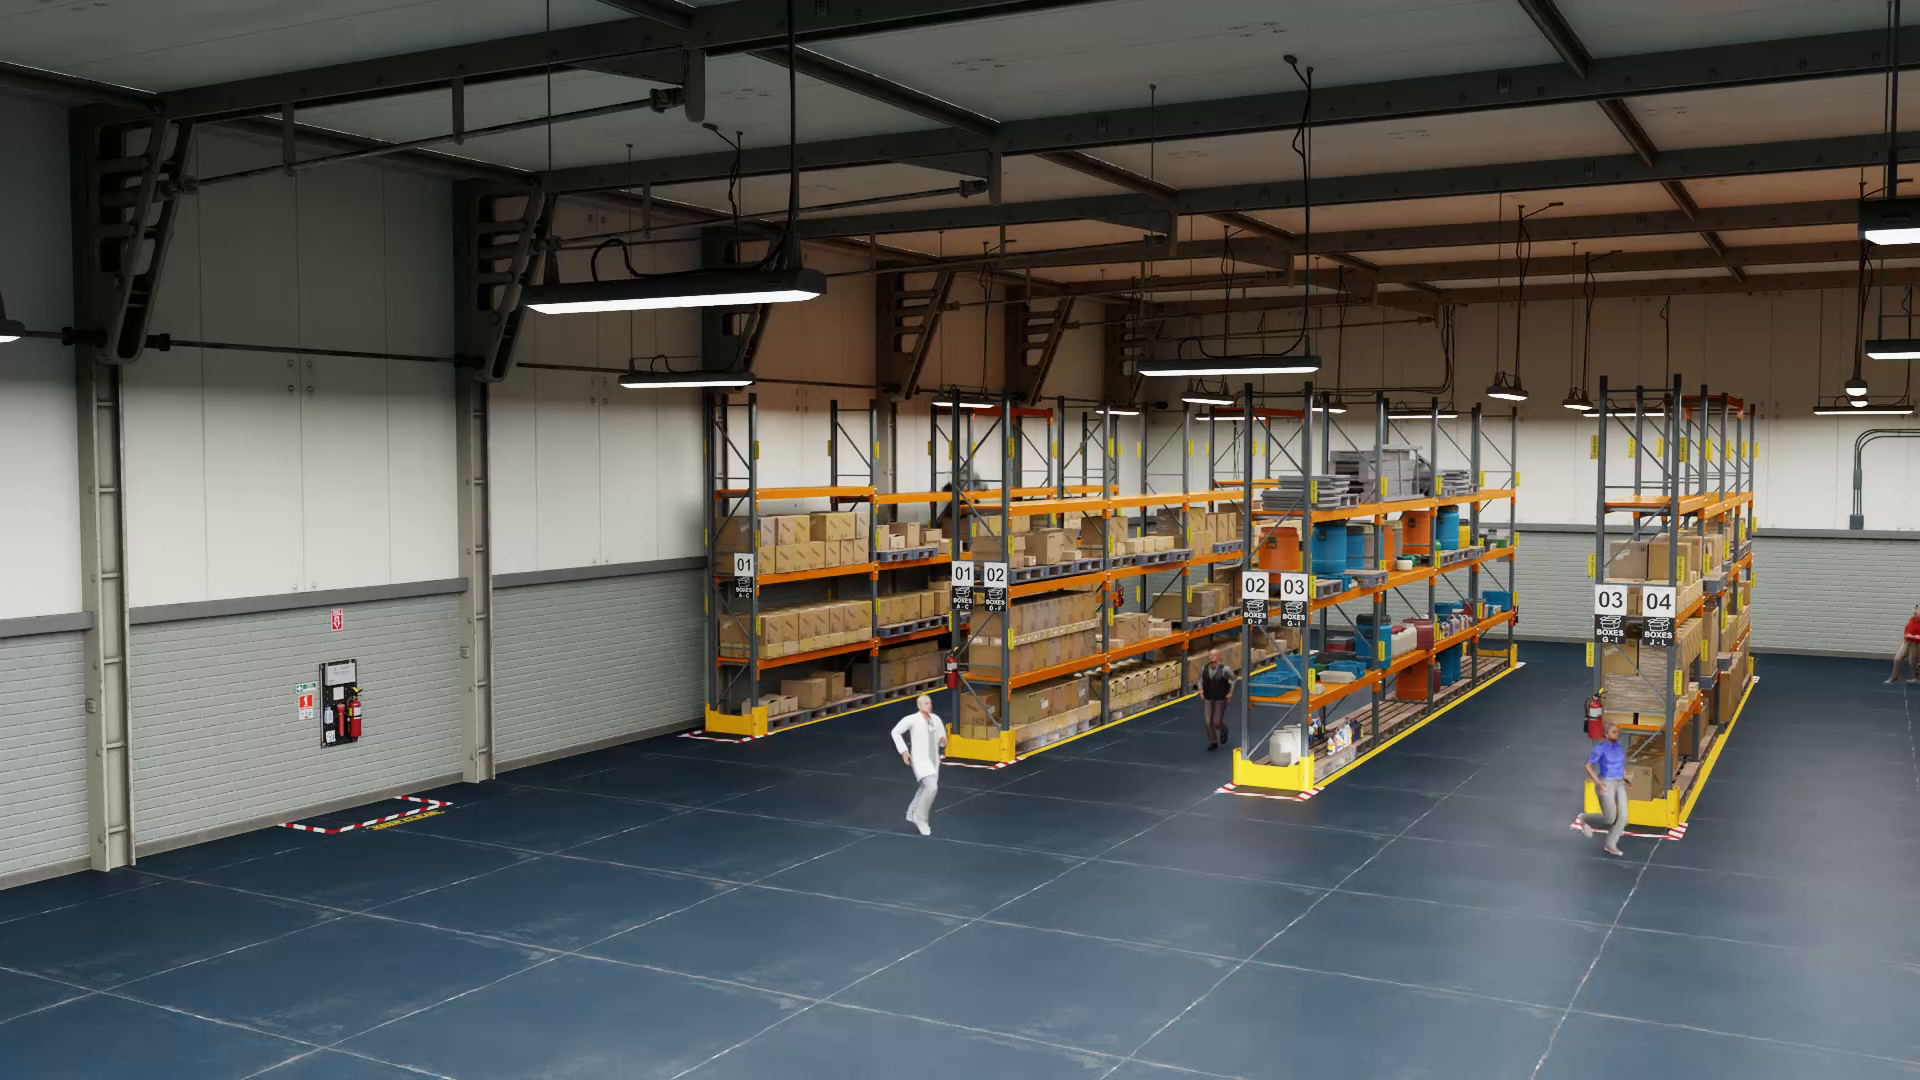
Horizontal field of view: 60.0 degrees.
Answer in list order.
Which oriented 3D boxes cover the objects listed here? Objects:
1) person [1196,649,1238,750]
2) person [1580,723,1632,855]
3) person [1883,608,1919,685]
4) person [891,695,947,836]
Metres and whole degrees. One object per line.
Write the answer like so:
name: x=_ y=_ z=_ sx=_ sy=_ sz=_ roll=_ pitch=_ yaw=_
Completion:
person: x=4.270 y=2.664 z=27.787 sx=0.691 sy=1.680 sz=0.599 roll=1 pitch=3 yaw=26
person: x=8.090 y=3.087 z=20.770 sx=0.590 sy=1.616 sz=0.623 roll=-1 pitch=3 yaw=-22
person: x=20.185 y=2.264 z=35.223 sx=0.721 sy=1.703 sz=0.853 roll=-1 pitch=3 yaw=-21
person: x=-0.461 y=2.942 z=21.786 sx=0.798 sy=1.823 sz=0.671 roll=3 pitch=4 yaw=44
